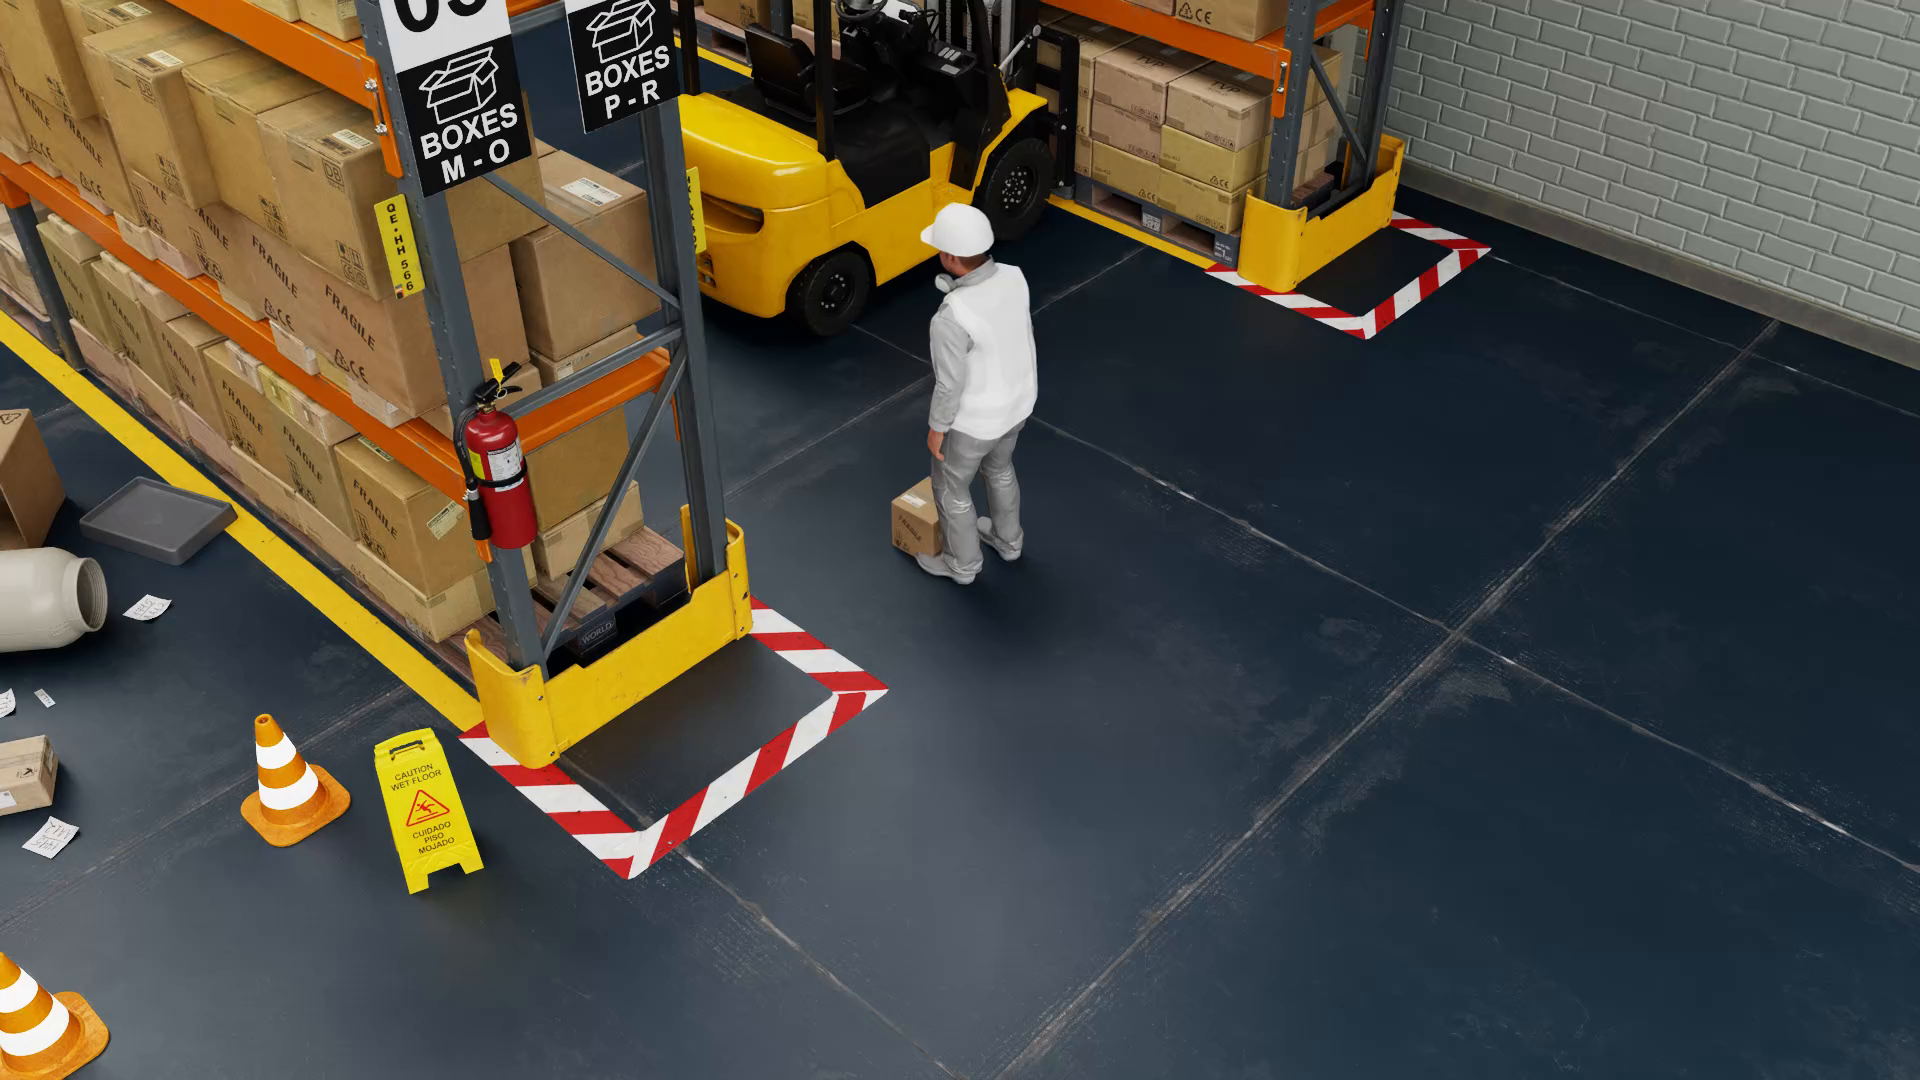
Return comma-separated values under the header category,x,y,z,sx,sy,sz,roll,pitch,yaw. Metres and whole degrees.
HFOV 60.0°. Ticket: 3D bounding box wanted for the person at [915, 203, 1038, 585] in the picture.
category,x,y,z,sx,sy,sz,roll,pitch,yaw
person,0.065,-0.564,6.829,0.475,1.769,0.579,28,47,30
